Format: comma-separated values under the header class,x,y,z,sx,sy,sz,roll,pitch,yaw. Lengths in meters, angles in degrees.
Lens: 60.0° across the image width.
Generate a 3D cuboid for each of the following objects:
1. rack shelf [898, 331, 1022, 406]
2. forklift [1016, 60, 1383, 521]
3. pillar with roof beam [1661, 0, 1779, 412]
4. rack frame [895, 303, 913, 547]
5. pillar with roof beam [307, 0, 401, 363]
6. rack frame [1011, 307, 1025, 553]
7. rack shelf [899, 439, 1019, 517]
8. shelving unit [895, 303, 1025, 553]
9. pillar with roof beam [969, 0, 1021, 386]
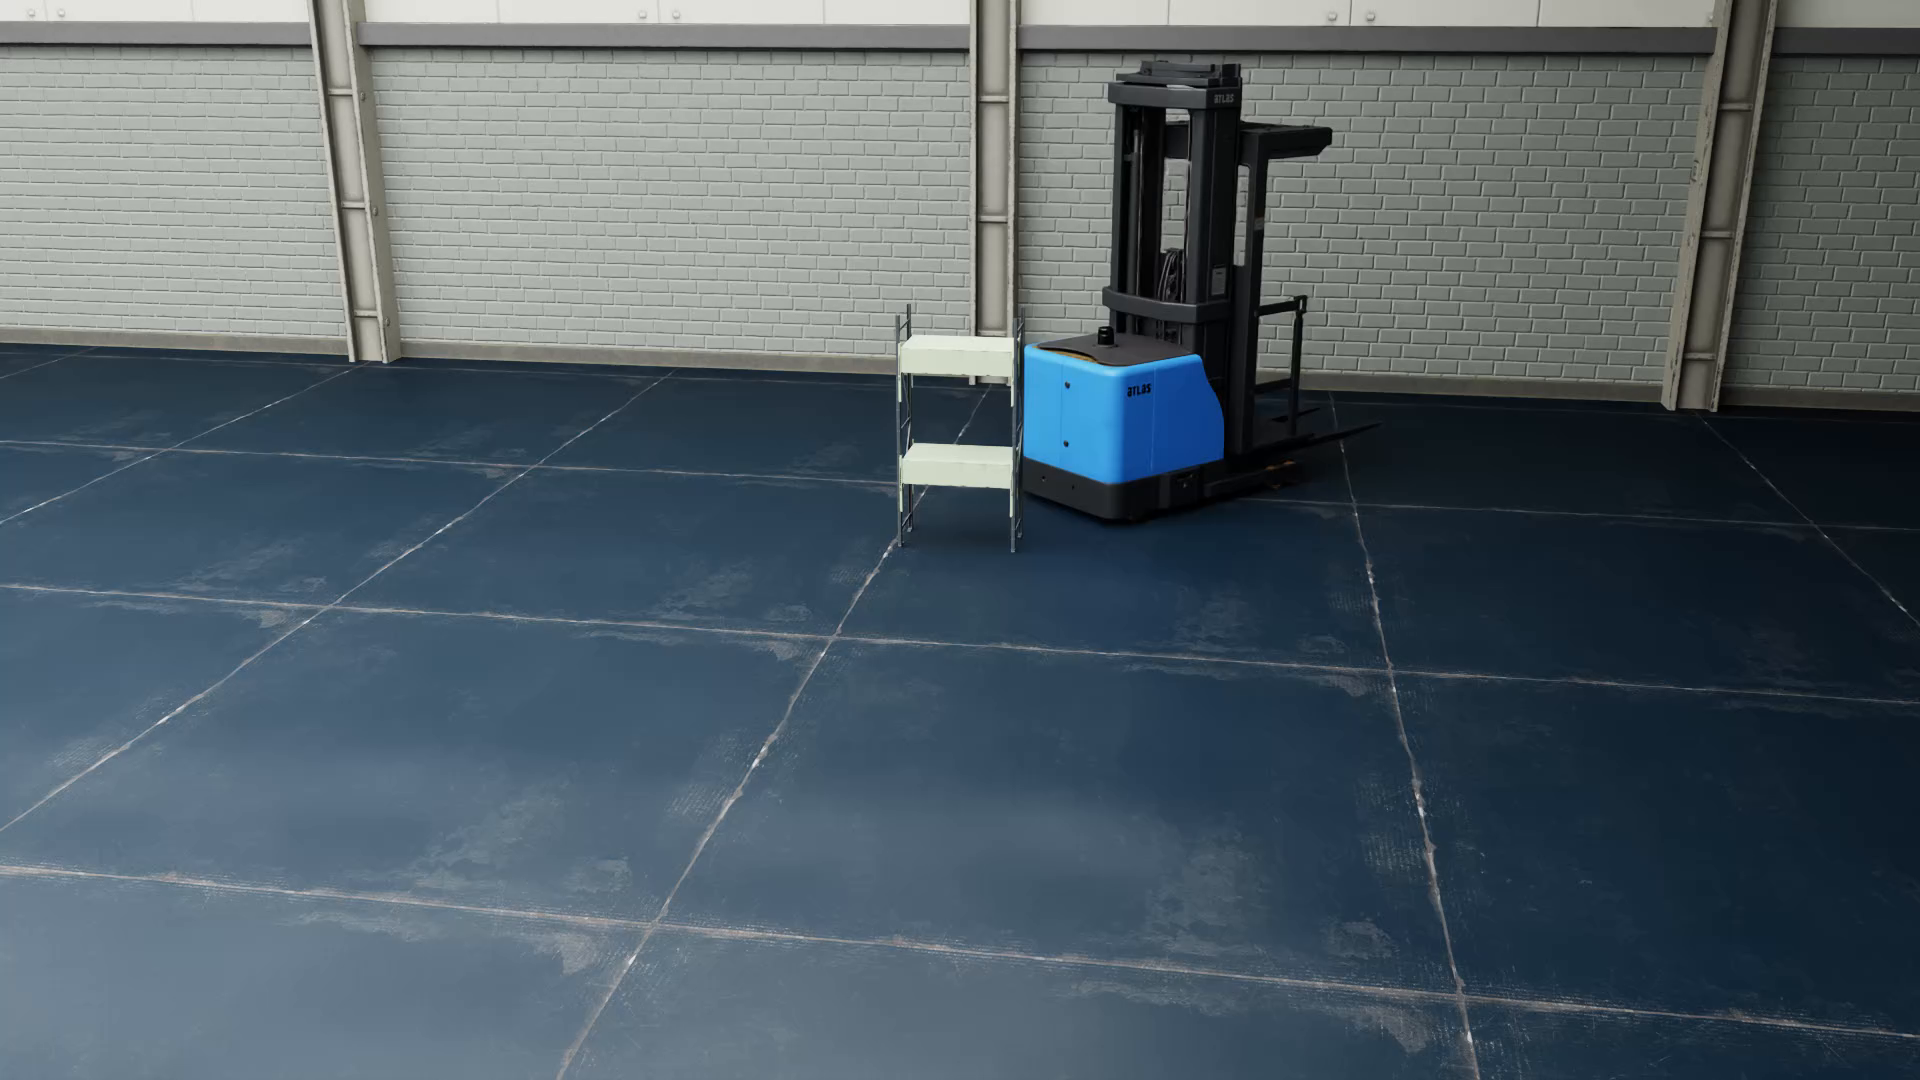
class,x,y,z,sx,sy,sz,roll,pitch,yaw
rack shelf,0.007,-1.081,10.440,0.720,0.370,0.431,3,19,9
forklift,1.862,-1.873,11.782,3.031,2.935,1.130,-14,23,-36
pillar with roof beam,5.543,-4.058,8.751,0.400,9.000,9.100,3,19,9
rack frame,-0.355,-0.729,10.619,0.023,1.500,0.400,3,19,9
pillar with roof beam,-6.305,-4.662,10.556,0.400,9.000,9.100,3,19,9
rack frame,0.368,-0.692,10.509,0.023,1.500,0.400,3,19,9
rack shelf,0.007,-0.402,10.668,0.720,0.370,0.431,3,19,9
shelving unit,0.007,-0.711,10.564,0.755,1.500,0.431,3,19,9
pillar with roof beam,-0.381,-4.360,9.653,0.400,9.000,9.100,3,19,9
